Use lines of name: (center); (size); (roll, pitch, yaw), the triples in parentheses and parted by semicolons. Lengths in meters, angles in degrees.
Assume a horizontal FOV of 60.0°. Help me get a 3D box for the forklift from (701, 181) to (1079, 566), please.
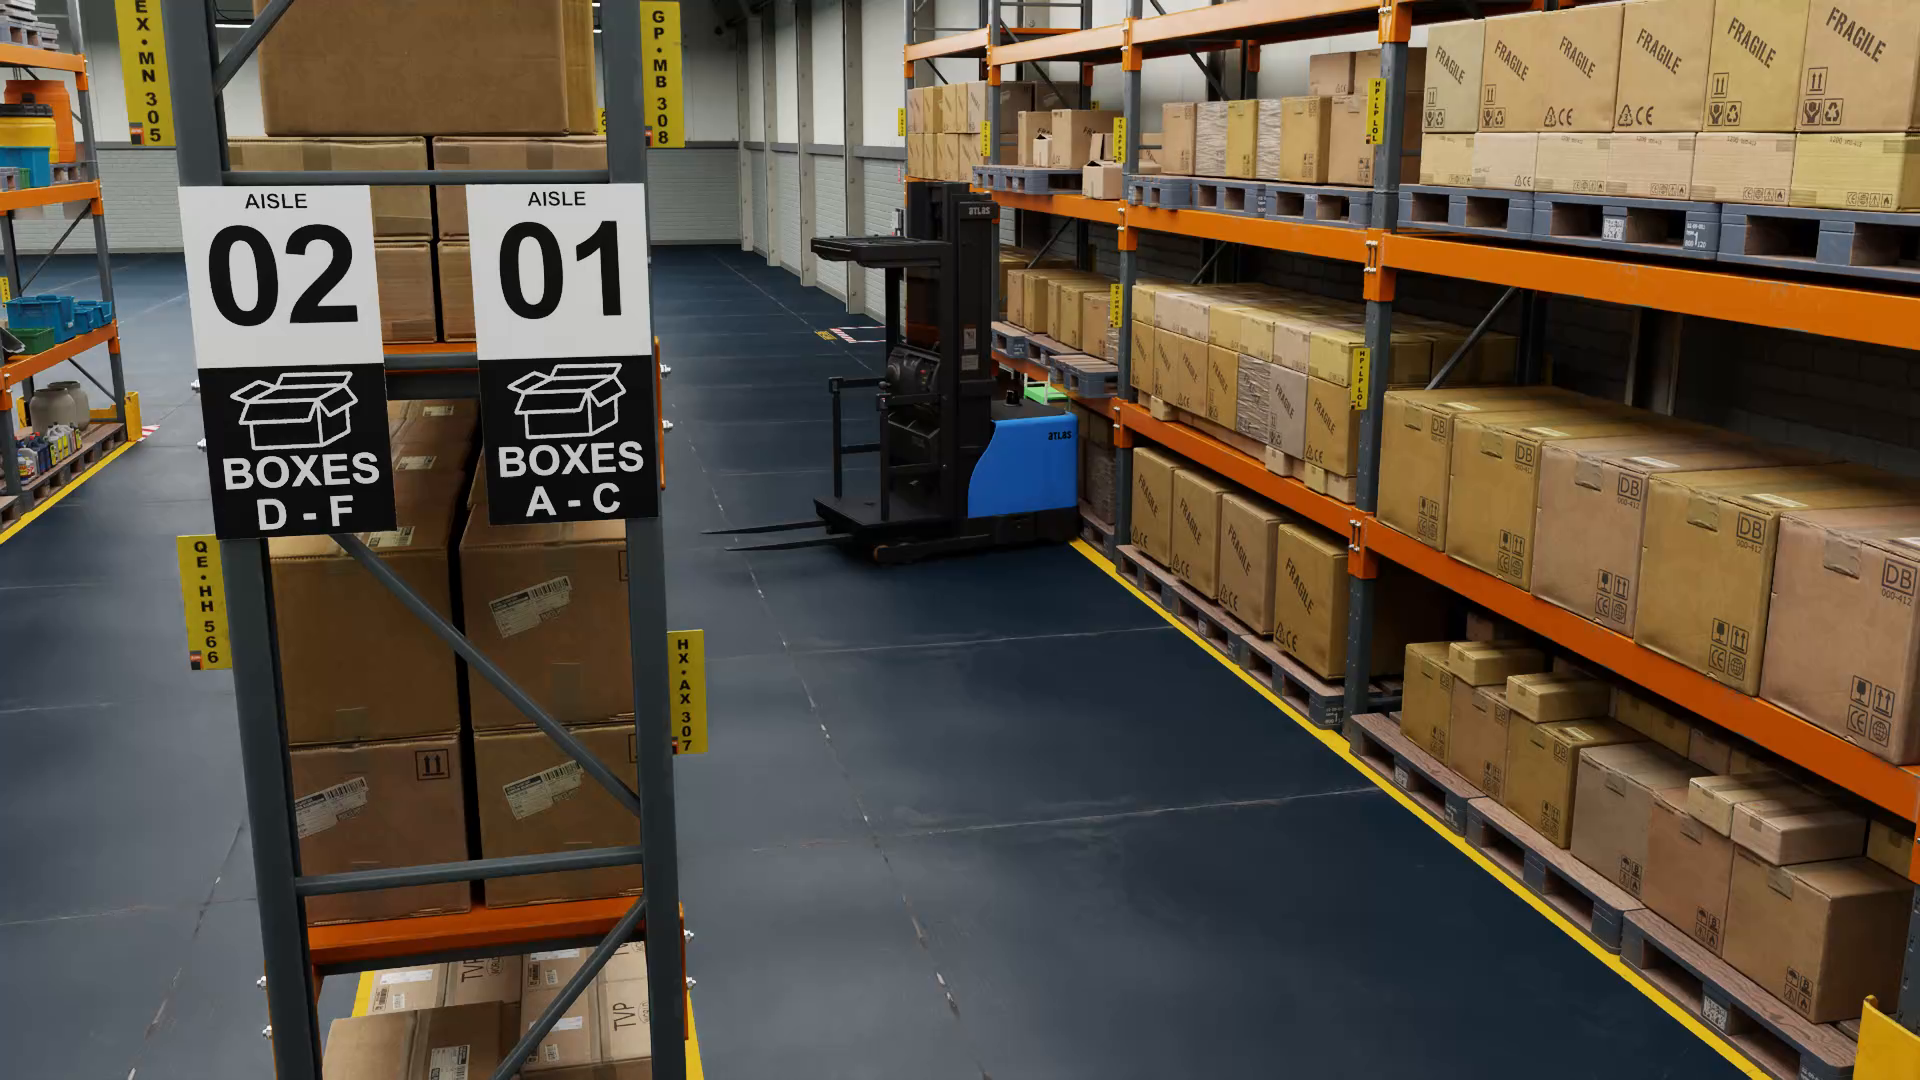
forklift: (-0.564, -1.359, 13.314); (3.031, 2.935, 1.130); (-7, 15, -25)

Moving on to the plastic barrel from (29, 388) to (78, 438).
plastic barrel: (-9.447, -1.311, 17.330); (0.421, 0.512, 0.421); (0, 14, 0)

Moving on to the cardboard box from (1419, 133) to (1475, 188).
cardboard box: (2.560, -1.825, 7.979); (0.500, 0.250, 0.500); (-3, 14, -13)

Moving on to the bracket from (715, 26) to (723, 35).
bracket: (-7.203, -15.224, 49.696); (0.235, 0.232, 0.430); (-3, 14, -13)

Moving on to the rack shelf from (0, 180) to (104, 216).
rack shelf: (-9.324, -3.225, 16.003); (1.077, 0.370, 4.000); (-3, 14, -13)

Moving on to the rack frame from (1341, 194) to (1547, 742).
rack frame: (2.654, -0.363, 9.091); (1.000, 3.000, 0.127); (-3, 14, -13)

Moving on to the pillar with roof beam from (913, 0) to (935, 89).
pillar with roof beam: (-4.752, -7.076, 23.930); (9.100, 9.000, 0.400); (-3, 14, -13)

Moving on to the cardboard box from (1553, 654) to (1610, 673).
cardboard box: (3.078, 0.648, 7.968); (0.380, 0.149, 0.250); (-4, 14, -15)

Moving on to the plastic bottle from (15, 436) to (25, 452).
plastic bottle: (-8.781, -0.784, 15.471); (0.144, 0.351, 0.185); (-3, 14, -13)

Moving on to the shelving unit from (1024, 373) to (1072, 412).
shelving unit: (0.742, -0.814, 14.456); (0.258, 1.200, 0.503); (-4, 17, -18)

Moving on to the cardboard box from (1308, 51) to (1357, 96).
cardboard box: (2.431, -2.783, 9.961); (0.500, 0.250, 0.500); (-4, 14, -15)

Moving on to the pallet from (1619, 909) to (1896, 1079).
pallet: (3.330, 1.735, 6.382); (1.003, 0.211, 1.213); (-3, 14, -13)

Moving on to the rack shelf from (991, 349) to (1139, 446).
rack shelf: (1.245, -1.397, 14.842); (1.077, 0.370, 4.000); (-3, 14, -13)

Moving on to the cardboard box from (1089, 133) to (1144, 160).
cardboard box: (1.501, -3.107, 13.743); (0.797, 0.503, 0.637); (-1, 14, -5)

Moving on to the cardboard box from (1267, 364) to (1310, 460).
cardboard box: (2.172, -0.775, 9.900); (0.500, 0.500, 0.500); (-3, 14, -13)

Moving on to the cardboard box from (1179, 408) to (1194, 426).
cardboard box: (1.777, -0.909, 11.813); (0.380, 0.149, 0.250); (-3, 14, -14)

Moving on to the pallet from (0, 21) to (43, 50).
pallet: (-9.365, -4.755, 15.669); (1.003, 0.211, 1.213); (-3, 14, -13)

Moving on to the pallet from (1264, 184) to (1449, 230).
pallet: (2.391, -1.936, 9.613); (0.805, 0.209, 1.217); (-4, 14, -15)

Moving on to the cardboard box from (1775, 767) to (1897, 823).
cardboard box: (3.436, 1.000, 6.528); (0.380, 0.149, 0.250); (-3, 14, -13)

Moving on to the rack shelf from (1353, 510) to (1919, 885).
rack shelf: (3.124, 0.448, 7.288); (1.077, 0.370, 4.000); (-3, 14, -13)

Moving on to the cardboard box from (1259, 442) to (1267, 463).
cardboard box: (2.088, -0.550, 10.343); (0.380, 0.149, 0.250); (-3, 14, -13)

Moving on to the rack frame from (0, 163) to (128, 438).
rack frame: (-9.794, -2.579, 18.162); (1.000, 3.000, 0.127); (-3, 14, -13)

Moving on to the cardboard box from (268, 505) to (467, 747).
cardboard box: (-1.592, 0.215, 4.408); (0.500, 0.500, 0.500); (-3, 14, -14)

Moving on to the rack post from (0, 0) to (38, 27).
rack post: (-9.308, -5.011, 15.637); (0.937, 0.300, 0.954); (-4, 14, -14)

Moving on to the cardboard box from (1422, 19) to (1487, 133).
cardboard box: (2.549, -2.184, 7.865); (0.500, 0.500, 0.500); (-3, 14, -14)

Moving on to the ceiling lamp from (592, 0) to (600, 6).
ceiling lamp: (-7.979, -12.419, 33.499); (2.000, 3.185, 0.800); (-3, 14, -13)

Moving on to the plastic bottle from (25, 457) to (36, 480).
plastic bottle: (-8.551, -0.655, 15.258); (0.097, 0.201, 0.097); (0, 14, 0)

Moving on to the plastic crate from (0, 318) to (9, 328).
plastic crate: (-9.896, -2.226, 17.275); (0.298, 0.136, 0.250); (-3, 14, -13)

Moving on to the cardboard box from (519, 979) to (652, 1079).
cardboard box: (-1.190, 1.702, 5.505); (0.500, 0.250, 0.500); (-3, 14, -13)

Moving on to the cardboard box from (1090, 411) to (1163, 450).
cardboard box: (1.422, -0.947, 14.244); (0.500, 0.250, 0.500); (-3, 14, -12)

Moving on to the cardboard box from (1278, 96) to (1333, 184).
cardboard box: (2.361, -2.416, 10.038); (0.700, 0.500, 0.500); (-4, 14, -14)

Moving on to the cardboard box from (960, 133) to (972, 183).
cardboard box: (0.310, -3.944, 17.176); (0.500, 0.500, 0.500); (-5, 14, -18)

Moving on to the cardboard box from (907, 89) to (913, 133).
cardboard box: (-0.309, -5.030, 19.514); (0.500, 0.500, 0.500); (-4, 14, -17)

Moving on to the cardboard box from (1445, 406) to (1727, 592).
cardboard box: (2.932, -0.214, 7.849); (0.980, 0.700, 0.700); (-4, 14, -15)

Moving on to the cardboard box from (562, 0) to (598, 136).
cardboard box: (-1.392, -1.392, 4.667); (0.700, 0.500, 0.500); (-3, 14, -13)

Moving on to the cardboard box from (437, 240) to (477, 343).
cardboard box: (-1.094, -0.680, 4.386); (0.500, 0.250, 0.500); (-3, 14, -13)

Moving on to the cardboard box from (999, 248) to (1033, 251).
cardboard box: (0.506, -2.983, 18.512); (0.500, 0.500, 0.500); (-3, 14, -12)

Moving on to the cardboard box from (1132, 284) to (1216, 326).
cardboard box: (1.578, -1.727, 12.215); (0.500, 0.250, 0.500); (-3, 14, -12)

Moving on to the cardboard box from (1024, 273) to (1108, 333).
cardboard box: (0.986, -2.222, 15.564); (0.700, 0.500, 0.500); (-2, 14, -7)

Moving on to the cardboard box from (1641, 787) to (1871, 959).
cardboard box: (3.215, 1.299, 6.672); (0.700, 0.500, 0.500); (-3, 14, -13)

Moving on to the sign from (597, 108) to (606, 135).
sign: (-1.634, -1.826, 7.671); (0.100, 0.325, 0.005); (-3, 14, -13)

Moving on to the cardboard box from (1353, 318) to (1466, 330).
cardboard box: (2.670, -1.171, 9.939); (0.500, 0.250, 0.500); (-3, 14, -13)

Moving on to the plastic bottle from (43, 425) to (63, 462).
plastic bottle: (-8.785, -0.934, 16.084); (0.144, 0.351, 0.185); (-3, 14, -14)

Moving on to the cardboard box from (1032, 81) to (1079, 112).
cardboard box: (0.938, -4.338, 16.684); (0.500, 0.500, 0.500); (-3, 14, -12)

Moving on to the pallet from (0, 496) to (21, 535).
pallet: (-8.632, -0.122, 13.983); (1.003, 0.211, 1.213); (-3, 14, -13)

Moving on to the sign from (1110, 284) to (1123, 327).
sign: (1.190, -1.777, 12.608); (0.100, 0.325, 0.005); (-3, 14, -13)

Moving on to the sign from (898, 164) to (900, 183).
sign: (-1.016, -6.108, 27.722); (0.001, 0.298, 0.199); (-3, 14, -13)

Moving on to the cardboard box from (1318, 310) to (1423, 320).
cardboard box: (2.548, -1.286, 10.411); (0.500, 0.250, 0.500); (-4, 14, -15)

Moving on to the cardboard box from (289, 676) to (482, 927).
cardboard box: (-1.590, 0.700, 4.530); (0.500, 0.500, 0.500); (-3, 14, -11)
